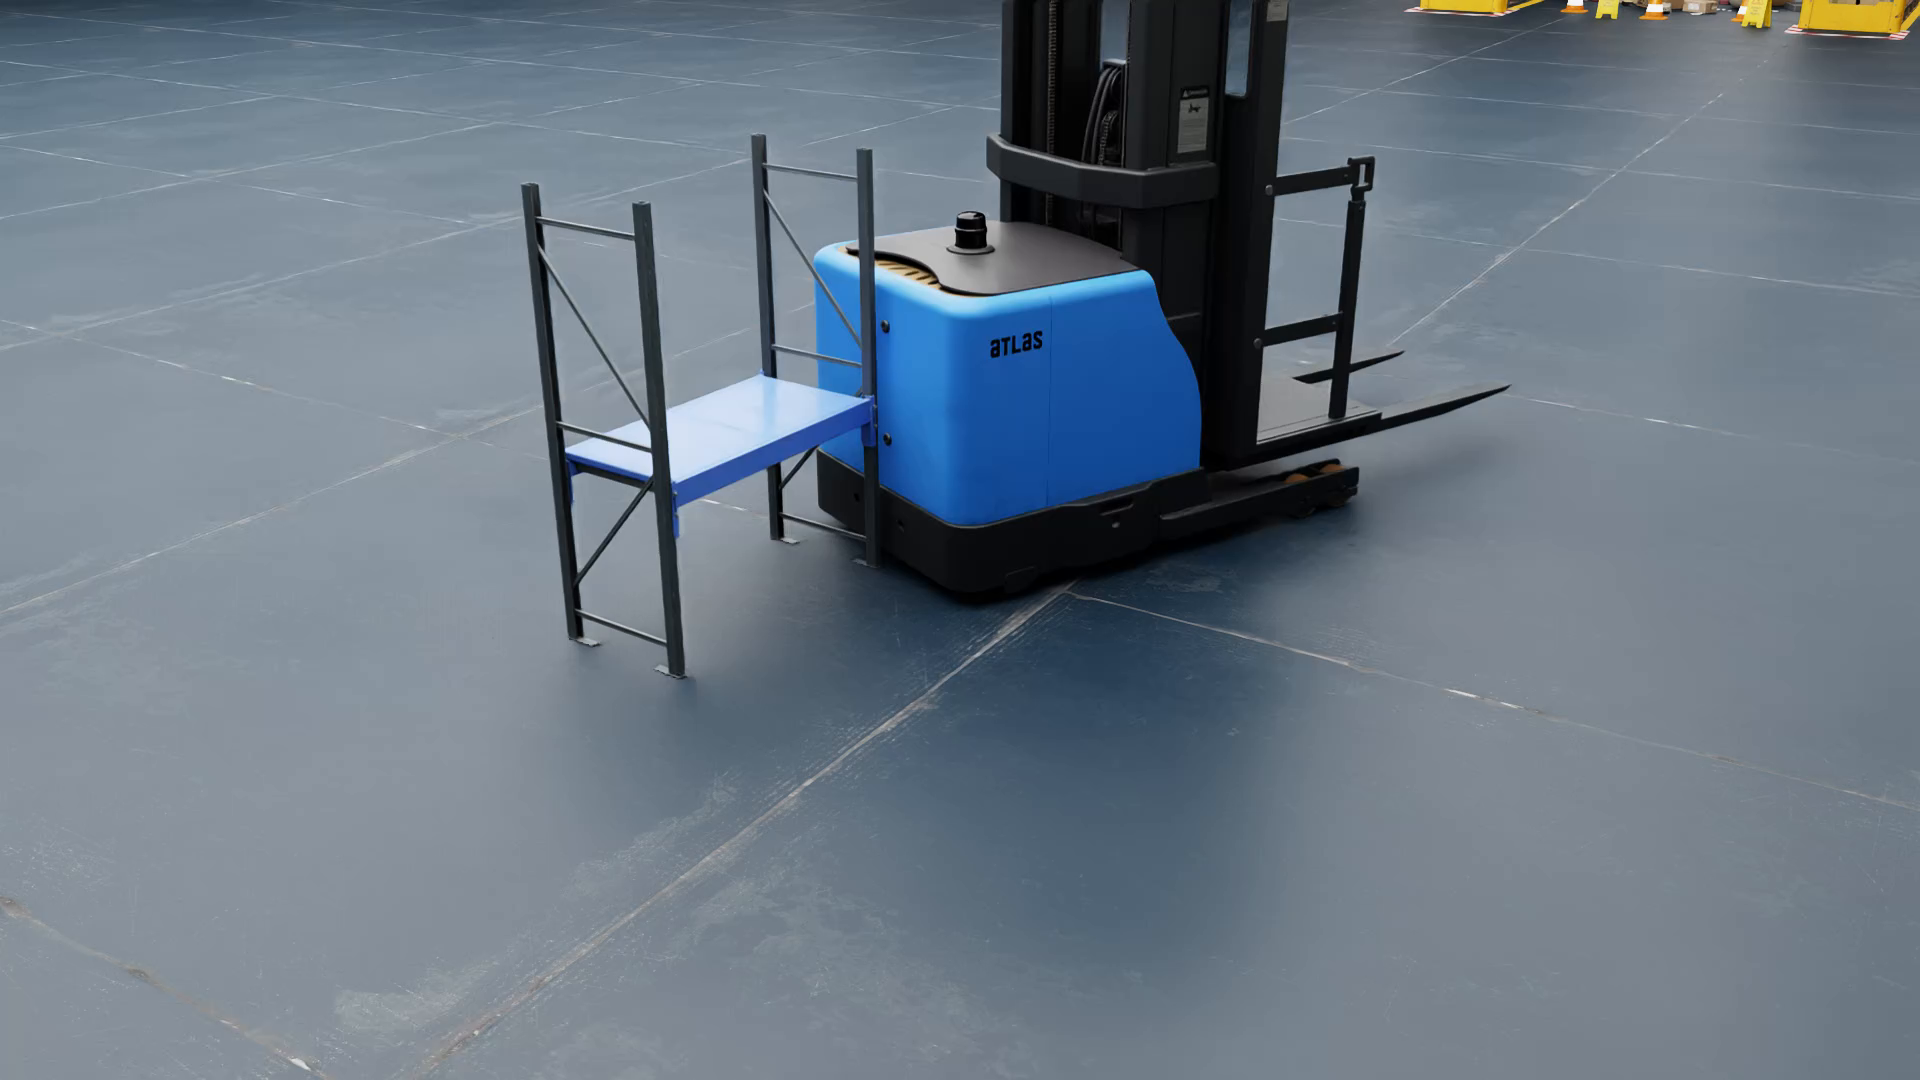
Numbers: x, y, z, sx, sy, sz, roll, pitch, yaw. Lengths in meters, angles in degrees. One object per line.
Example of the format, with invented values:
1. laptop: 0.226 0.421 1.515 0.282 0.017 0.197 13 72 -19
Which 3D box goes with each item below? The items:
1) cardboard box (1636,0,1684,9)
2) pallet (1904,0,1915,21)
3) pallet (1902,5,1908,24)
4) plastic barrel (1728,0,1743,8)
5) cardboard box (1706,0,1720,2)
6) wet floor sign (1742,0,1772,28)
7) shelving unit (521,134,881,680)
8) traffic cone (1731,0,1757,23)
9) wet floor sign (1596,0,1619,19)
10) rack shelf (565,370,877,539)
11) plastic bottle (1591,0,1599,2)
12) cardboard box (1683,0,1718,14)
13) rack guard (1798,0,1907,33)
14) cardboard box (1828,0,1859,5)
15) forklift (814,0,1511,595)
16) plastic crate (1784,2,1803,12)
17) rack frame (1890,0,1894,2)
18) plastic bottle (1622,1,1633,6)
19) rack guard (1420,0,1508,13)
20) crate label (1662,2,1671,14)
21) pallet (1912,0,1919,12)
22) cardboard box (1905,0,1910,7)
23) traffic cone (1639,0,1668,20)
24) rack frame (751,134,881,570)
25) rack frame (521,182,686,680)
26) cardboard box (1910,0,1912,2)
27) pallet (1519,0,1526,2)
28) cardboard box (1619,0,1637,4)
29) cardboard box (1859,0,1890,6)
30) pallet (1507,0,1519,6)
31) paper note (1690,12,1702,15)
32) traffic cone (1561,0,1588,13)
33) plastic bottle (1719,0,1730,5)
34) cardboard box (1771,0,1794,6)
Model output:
1. cardboard box: 10.226 -7.933 23.941 0.797 0.503 0.637 -3 24 -7
2. pallet: 12.593 -7.378 23.027 1.003 0.211 1.213 14 27 29
3. pallet: 11.949 -6.968 22.079 1.003 0.211 1.213 14 27 29
4. plastic barrel: 11.254 -7.787 23.705 0.421 0.421 0.512 -7 24 -17
5. cardboard box: 11.307 -8.225 24.915 0.258 0.266 0.396 -3 24 -7
6. wet floor sign: 10.441 -7.035 21.687 0.232 0.644 0.267 -17 29 -35
7. shelving unit: -0.790 -0.474 5.458 0.538 1.500 1.048 15 28 32
8. traffic cone: 10.581 -7.206 22.313 0.336 0.463 0.334 14 27 29
9. wet floor sign: 8.859 -7.453 22.654 0.267 0.644 0.232 9 25 20
10. rack shelf: -0.790 -0.309 5.529 0.538 0.185 1.000 15 28 32
11. plastic bottle: 9.561 -8.054 24.777 0.283 0.061 0.133 5 24 11
12. cardboard box: 10.425 -7.512 23.415 0.250 0.149 0.380 -12 26 -26
13. rack guard: 11.490 -6.833 21.406 1.175 0.500 0.348 14 27 29
14. cardboard box: 11.661 -7.223 22.092 0.500 0.250 0.500 14 27 29
15. forklift: 0.964 -1.592 6.239 3.031 2.935 1.130 -15 28 -31
16. plastic crate: 12.035 -7.607 23.721 0.402 0.080 0.583 5 24 11
17. rack frame: 11.450 -7.955 20.850 1.000 3.000 0.127 14 27 29
18. plastic bottle: 9.741 -7.839 24.280 0.133 0.061 0.283 5 24 11
19. rack guard: 7.179 -7.803 23.645 1.175 0.500 0.348 14 27 29
20. crate label: 9.821 -7.453 23.293 0.250 0.136 0.298 1 23 2
21. pallet: 13.236 -7.791 23.982 1.003 0.211 1.213 14 27 29
22. cardboard box: 12.386 -7.271 22.202 0.500 0.250 0.500 15 28 31
23. traffic cone: 9.459 -7.324 22.586 0.336 0.463 0.334 14 27 29
24. rack frame: -0.500 -0.640 5.841 0.500 1.500 0.032 15 28 32
25. rack frame: -1.080 -0.309 5.075 0.500 1.500 0.032 15 28 32
26. cardboard box: 12.664 -7.458 22.633 0.500 0.250 0.500 16 28 32
27. pallet: 8.191 -8.375 25.330 1.003 0.211 1.213 14 27 29
28. cardboard box: 9.960 -8.087 24.597 0.396 0.266 0.258 20 30 38
29. cardboard box: 12.111 -7.100 21.808 0.500 0.250 0.500 14 27 29
30. pallet: 7.547 -7.965 24.382 1.003 0.211 1.213 14 27 29
31. paper note: 10.258 -7.329 23.140 0.148 0.019 0.142 5 24 11
32. traffic cone: 8.678 -7.676 23.398 0.336 0.463 0.334 14 27 29
33. plastic bottle: 11.286 -7.914 24.454 0.133 0.061 0.283 20 30 38
34. cardboard box: 11.839 -8.082 24.288 0.500 0.500 0.500 -7 24 -17
